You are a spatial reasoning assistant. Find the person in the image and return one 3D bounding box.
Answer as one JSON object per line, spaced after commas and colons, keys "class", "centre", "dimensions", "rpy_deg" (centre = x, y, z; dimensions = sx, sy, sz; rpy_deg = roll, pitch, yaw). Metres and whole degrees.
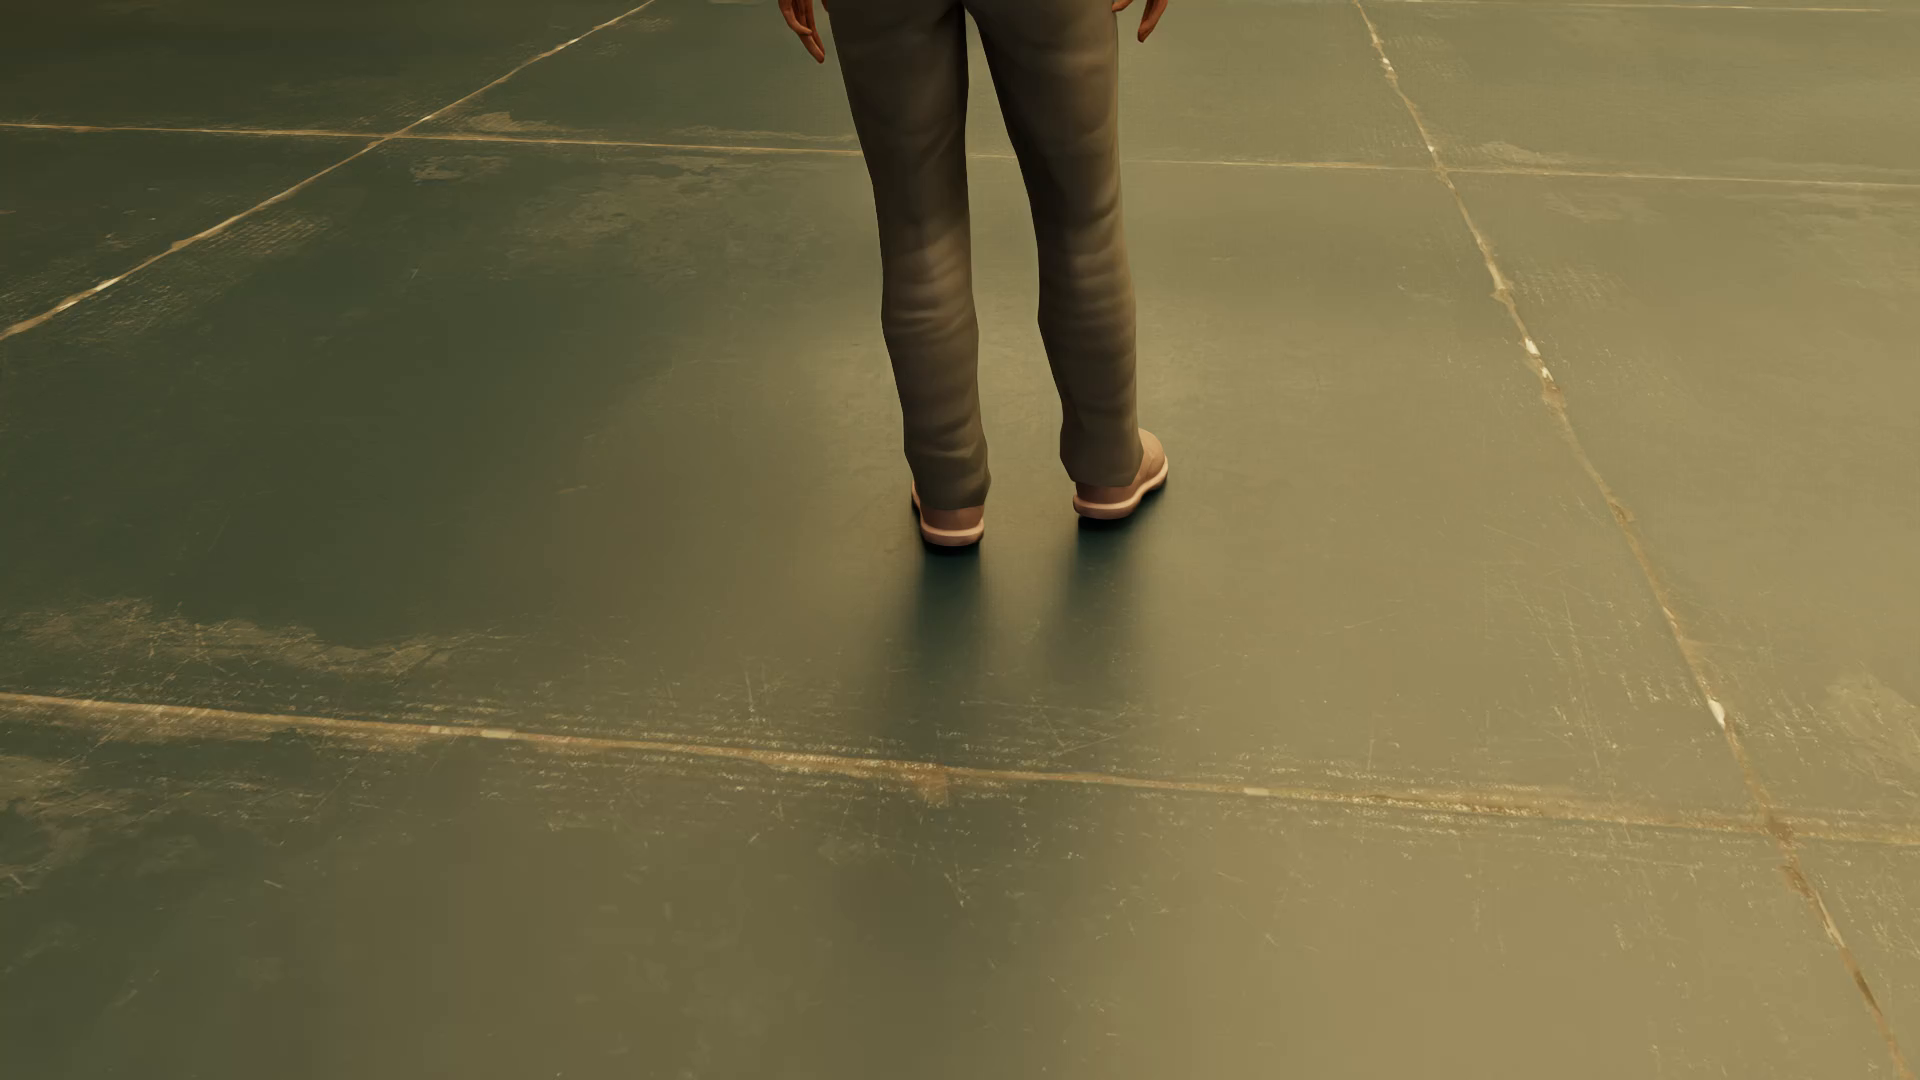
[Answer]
{"class": "person", "centre": [0.032, -0.785, 2.203], "dimensions": [0.569, 1.656, 0.503], "rpy_deg": [3, 27, 7]}
